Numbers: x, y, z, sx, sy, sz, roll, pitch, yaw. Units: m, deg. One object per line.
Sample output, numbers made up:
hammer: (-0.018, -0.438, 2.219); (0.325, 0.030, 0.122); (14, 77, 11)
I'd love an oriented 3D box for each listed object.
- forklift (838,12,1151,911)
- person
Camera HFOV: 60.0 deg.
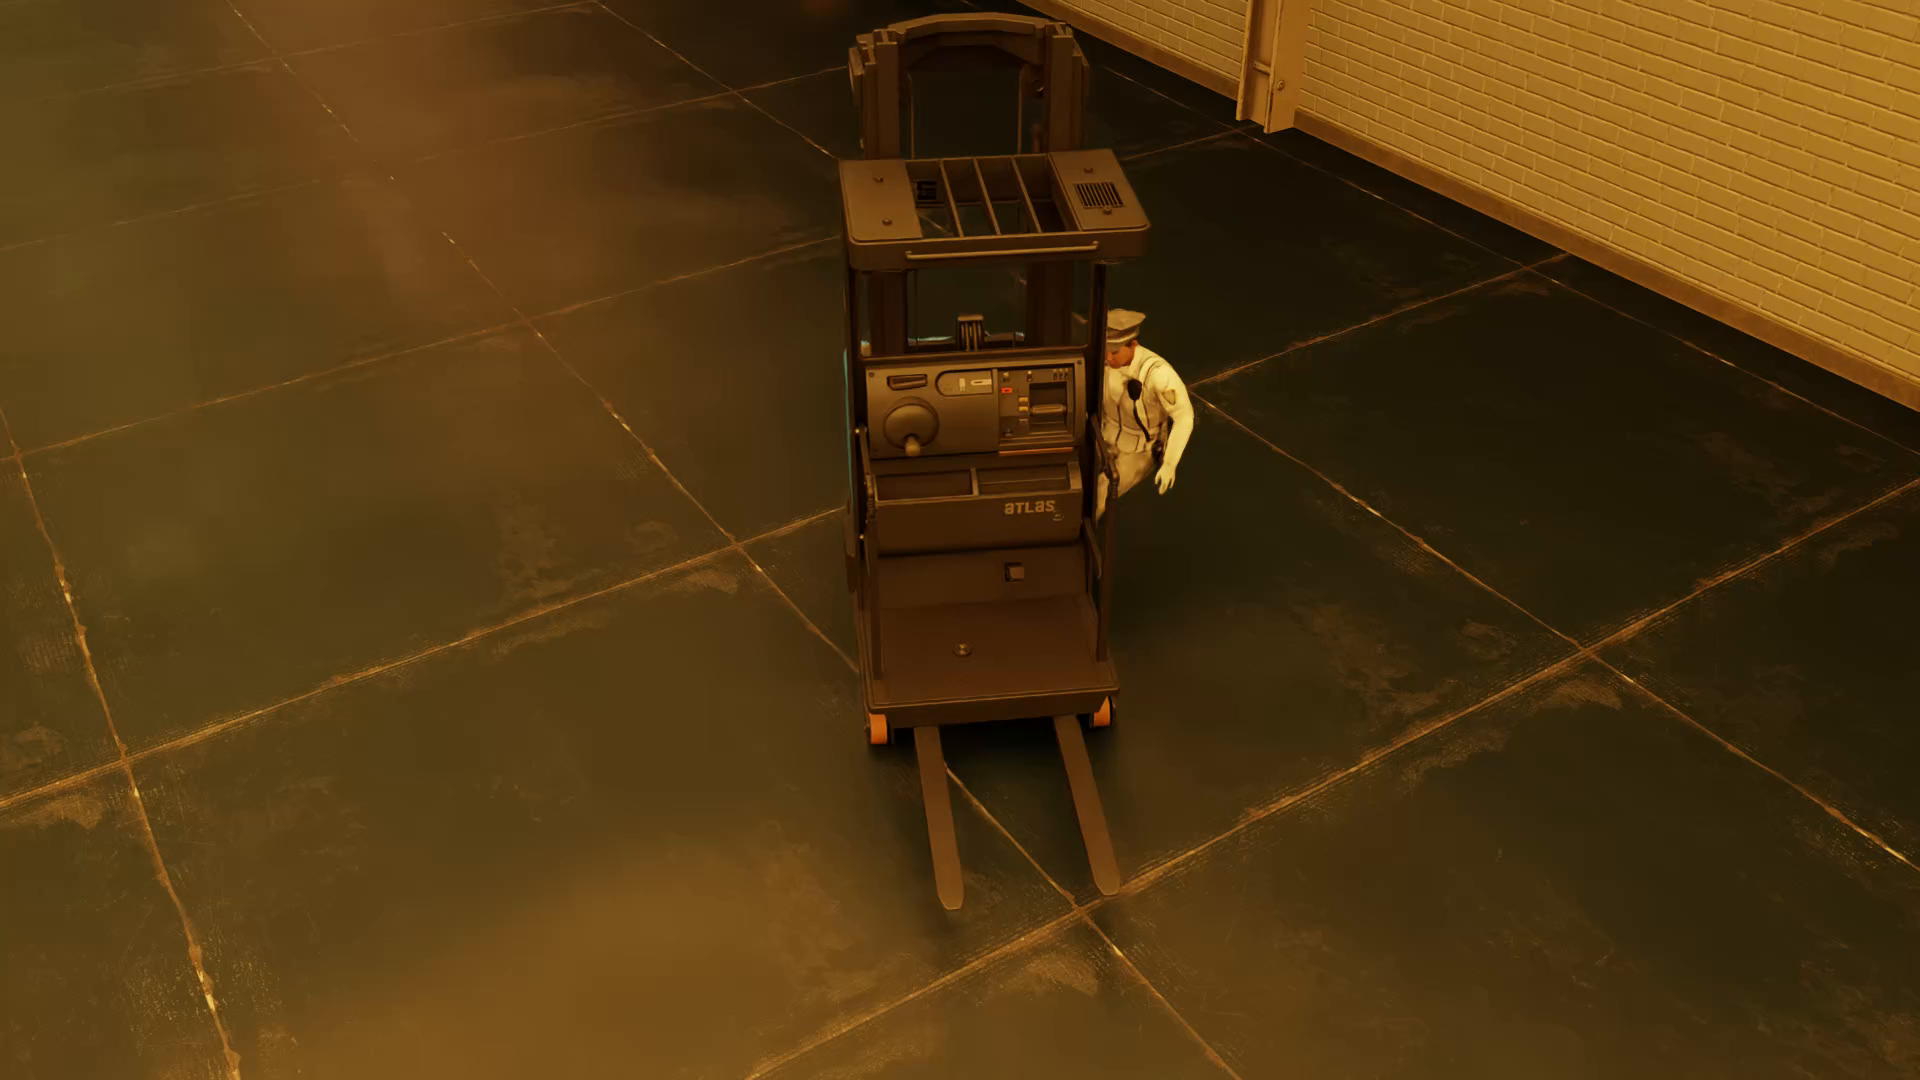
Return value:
forklift: (0.098, -0.500, 6.859); (1.130, 2.935, 3.031); (-4, 35, -6)
person: (0.656, -0.392, 8.095); (0.738, 1.465, 0.857); (25, 42, 31)
